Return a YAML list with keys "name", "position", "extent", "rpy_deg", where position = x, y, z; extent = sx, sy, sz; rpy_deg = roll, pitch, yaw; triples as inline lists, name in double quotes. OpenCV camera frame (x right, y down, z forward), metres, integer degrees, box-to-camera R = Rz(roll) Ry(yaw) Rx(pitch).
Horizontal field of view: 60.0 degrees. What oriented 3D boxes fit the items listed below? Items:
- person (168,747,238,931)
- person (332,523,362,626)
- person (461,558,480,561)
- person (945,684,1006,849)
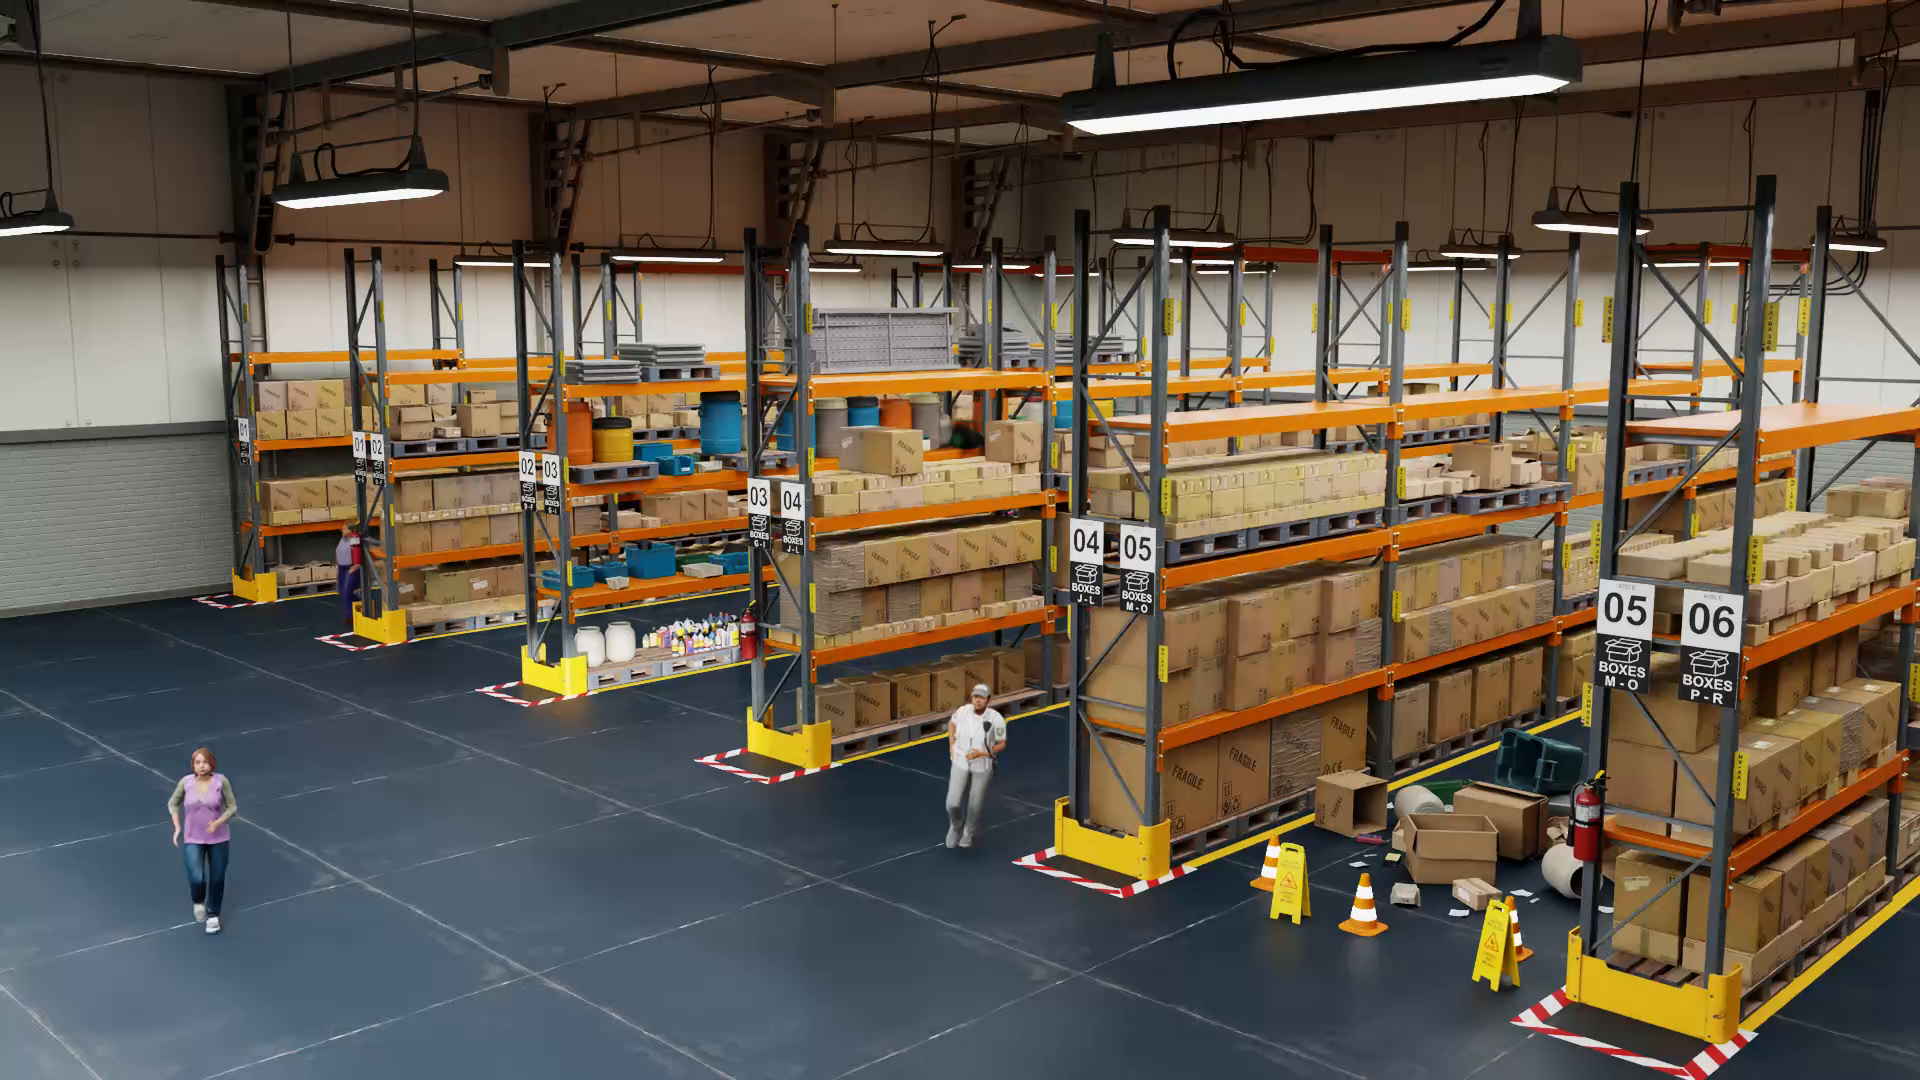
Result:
- name: "person"
  position: [-6.180, 2.570, 13.618]
  extent: [0.522, 1.372, 0.536]
  rpy_deg: [-3, 9, -23]
- name: "person"
  position: [-9.918, 0.540, 27.108]
  extent: [0.609, 1.656, 0.726]
  rpy_deg: [5, 10, 32]
- name: "person"
  position: [-8.373, 0.241, 28.503]
  extent: [0.685, 1.831, 0.832]
  rpy_deg: [7, 10, 39]
- name: "person"
  position: [0.149, 2.145, 15.731]
  extent: [0.596, 1.634, 0.589]
  rpy_deg: [2, 8, 12]
